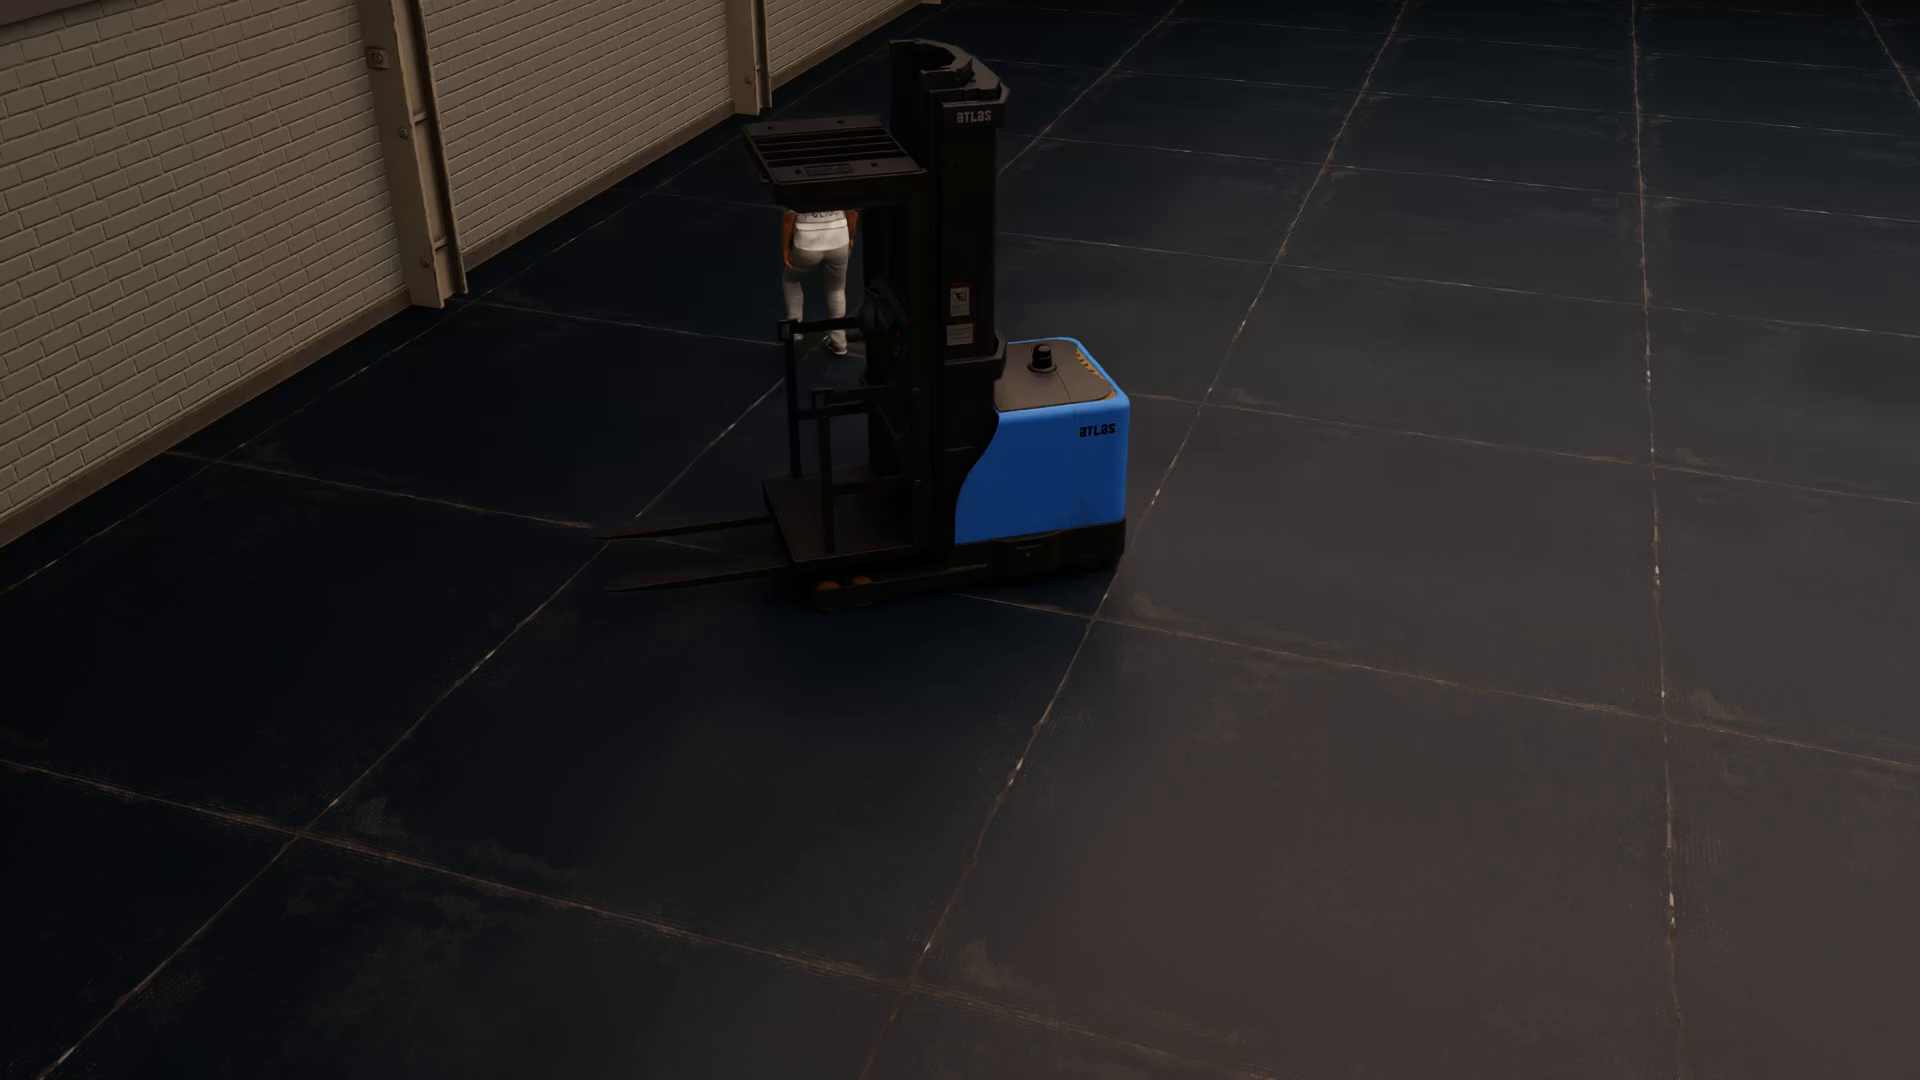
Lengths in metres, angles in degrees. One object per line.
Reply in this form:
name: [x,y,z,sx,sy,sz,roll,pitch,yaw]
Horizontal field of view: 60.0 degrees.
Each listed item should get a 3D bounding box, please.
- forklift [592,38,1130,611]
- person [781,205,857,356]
forklift: [-0.604,-1.162,9.176,3.031,2.935,1.130,-8,31,-14]
person: [-1.055,-2.156,12.294,0.589,1.714,0.481,-9,31,-15]
